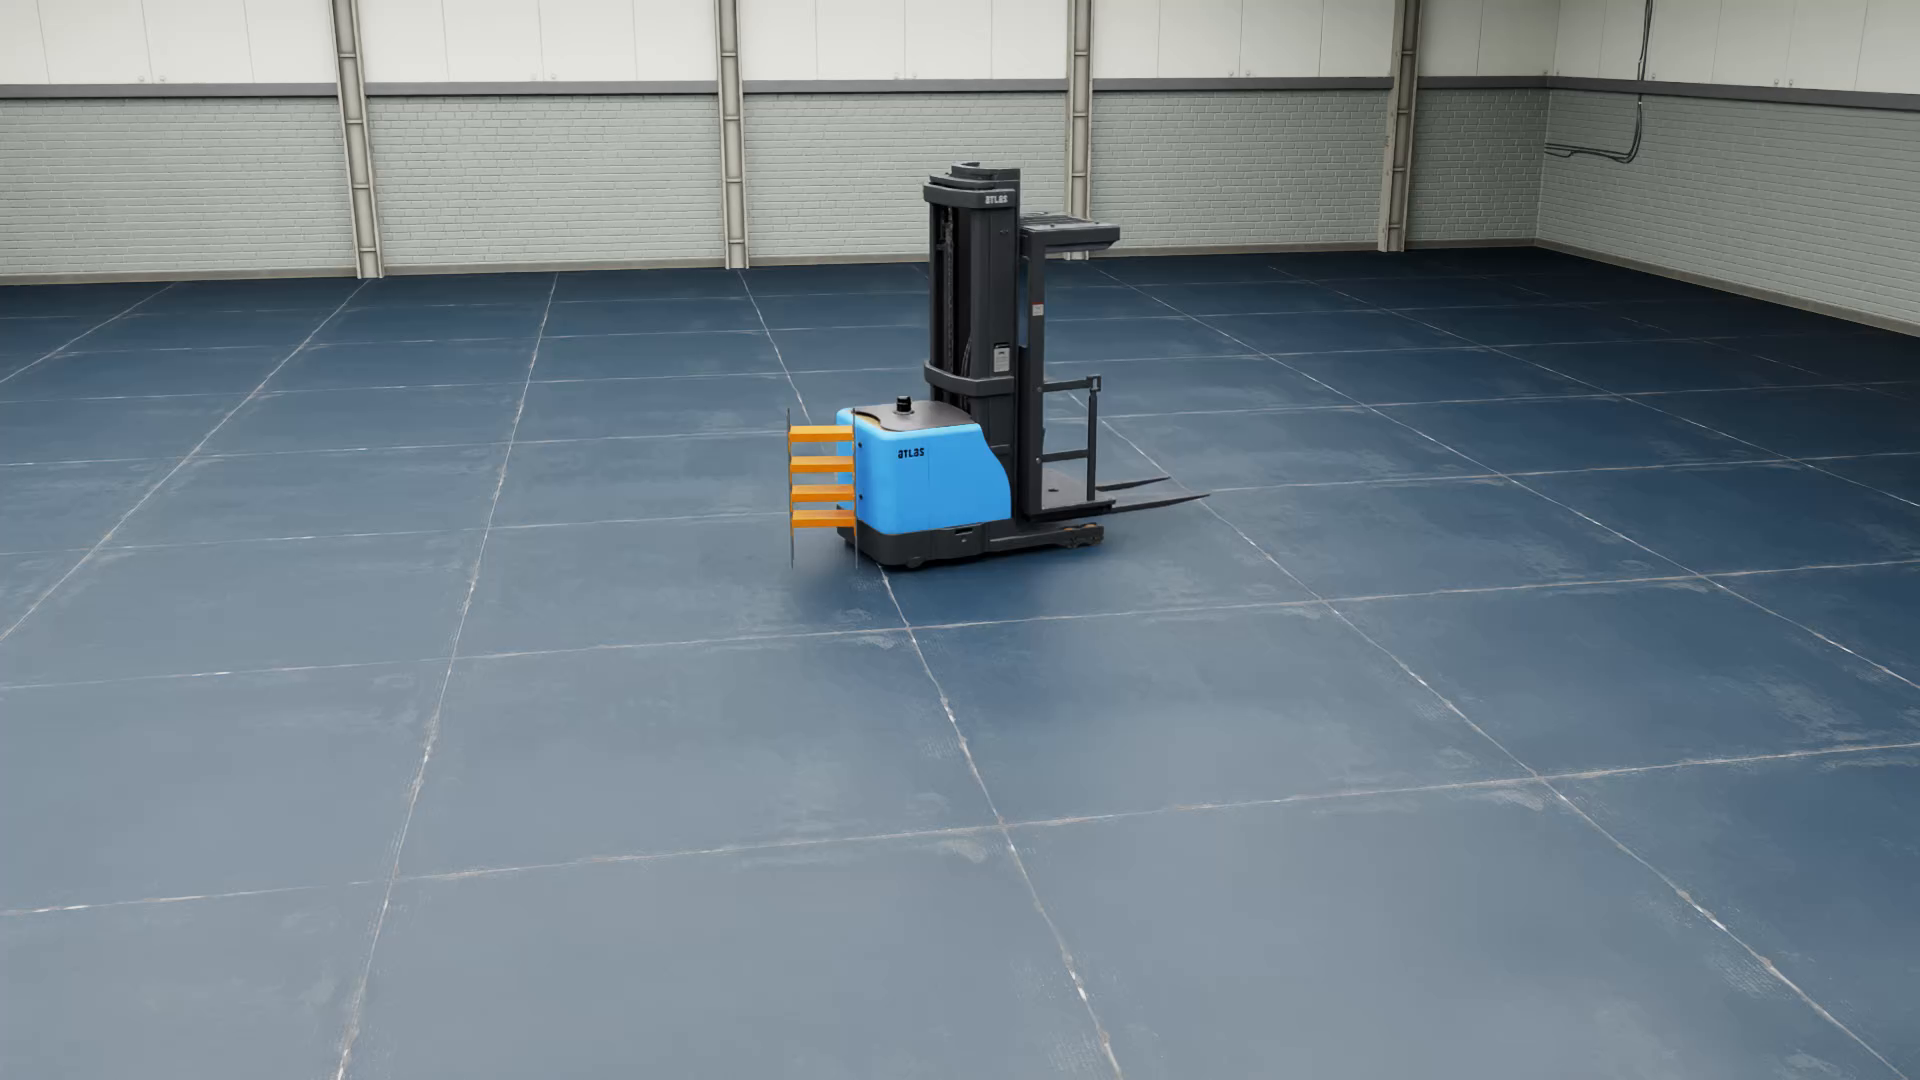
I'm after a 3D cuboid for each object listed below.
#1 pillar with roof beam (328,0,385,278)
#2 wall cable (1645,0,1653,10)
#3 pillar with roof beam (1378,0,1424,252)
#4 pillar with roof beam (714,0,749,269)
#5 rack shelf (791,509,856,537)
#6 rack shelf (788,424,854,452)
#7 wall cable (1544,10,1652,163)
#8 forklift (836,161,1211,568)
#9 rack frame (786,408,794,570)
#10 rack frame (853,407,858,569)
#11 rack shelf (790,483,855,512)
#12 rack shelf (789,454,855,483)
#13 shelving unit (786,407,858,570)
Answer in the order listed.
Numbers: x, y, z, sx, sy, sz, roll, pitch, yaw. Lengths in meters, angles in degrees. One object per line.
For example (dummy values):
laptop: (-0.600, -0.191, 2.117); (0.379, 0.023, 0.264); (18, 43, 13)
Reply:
pillar with roof beam: (-8.903, -7.406, 22.097); (0.400, 9.000, 9.100); (-3, 17, -10)
wall cable: (11.610, -9.582, 25.870); (0.112, 2.526, 3.097); (-3, 17, -10)
pillar with roof beam: (8.771, -8.408, 25.361); (0.400, 9.000, 9.100); (-3, 17, -10)
pillar with roof beam: (-3.011, -7.740, 23.185); (0.400, 9.000, 9.100); (-3, 17, -10)
rack shelf: (-1.033, -0.133, 12.607); (0.480, 0.148, 0.258); (-1, 17, -3)
rack shelf: (-1.033, -0.763, 12.414); (0.480, 0.148, 0.258); (-1, 17, -3)
wall cable: (11.097, -7.948, 29.151); (0.112, 2.526, 3.097); (-3, 17, -10)
forklift: (0.577, -1.464, 13.086); (3.031, 2.935, 1.130); (-8, 19, -25)
rack frame: (-1.277, -0.383, 12.515); (0.015, 1.200, 0.240); (-1, 17, -3)
rack frame: (-0.790, -0.392, 12.543); (0.015, 1.200, 0.240); (-1, 17, -3)
rack shelf: (-1.033, -0.323, 12.549); (0.480, 0.148, 0.258); (-1, 17, -3)
rack shelf: (-1.033, -0.537, 12.484); (0.480, 0.148, 0.258); (-1, 17, -3)
shelving unit: (-1.033, -0.387, 12.529); (0.503, 1.200, 0.258); (-1, 17, -3)
